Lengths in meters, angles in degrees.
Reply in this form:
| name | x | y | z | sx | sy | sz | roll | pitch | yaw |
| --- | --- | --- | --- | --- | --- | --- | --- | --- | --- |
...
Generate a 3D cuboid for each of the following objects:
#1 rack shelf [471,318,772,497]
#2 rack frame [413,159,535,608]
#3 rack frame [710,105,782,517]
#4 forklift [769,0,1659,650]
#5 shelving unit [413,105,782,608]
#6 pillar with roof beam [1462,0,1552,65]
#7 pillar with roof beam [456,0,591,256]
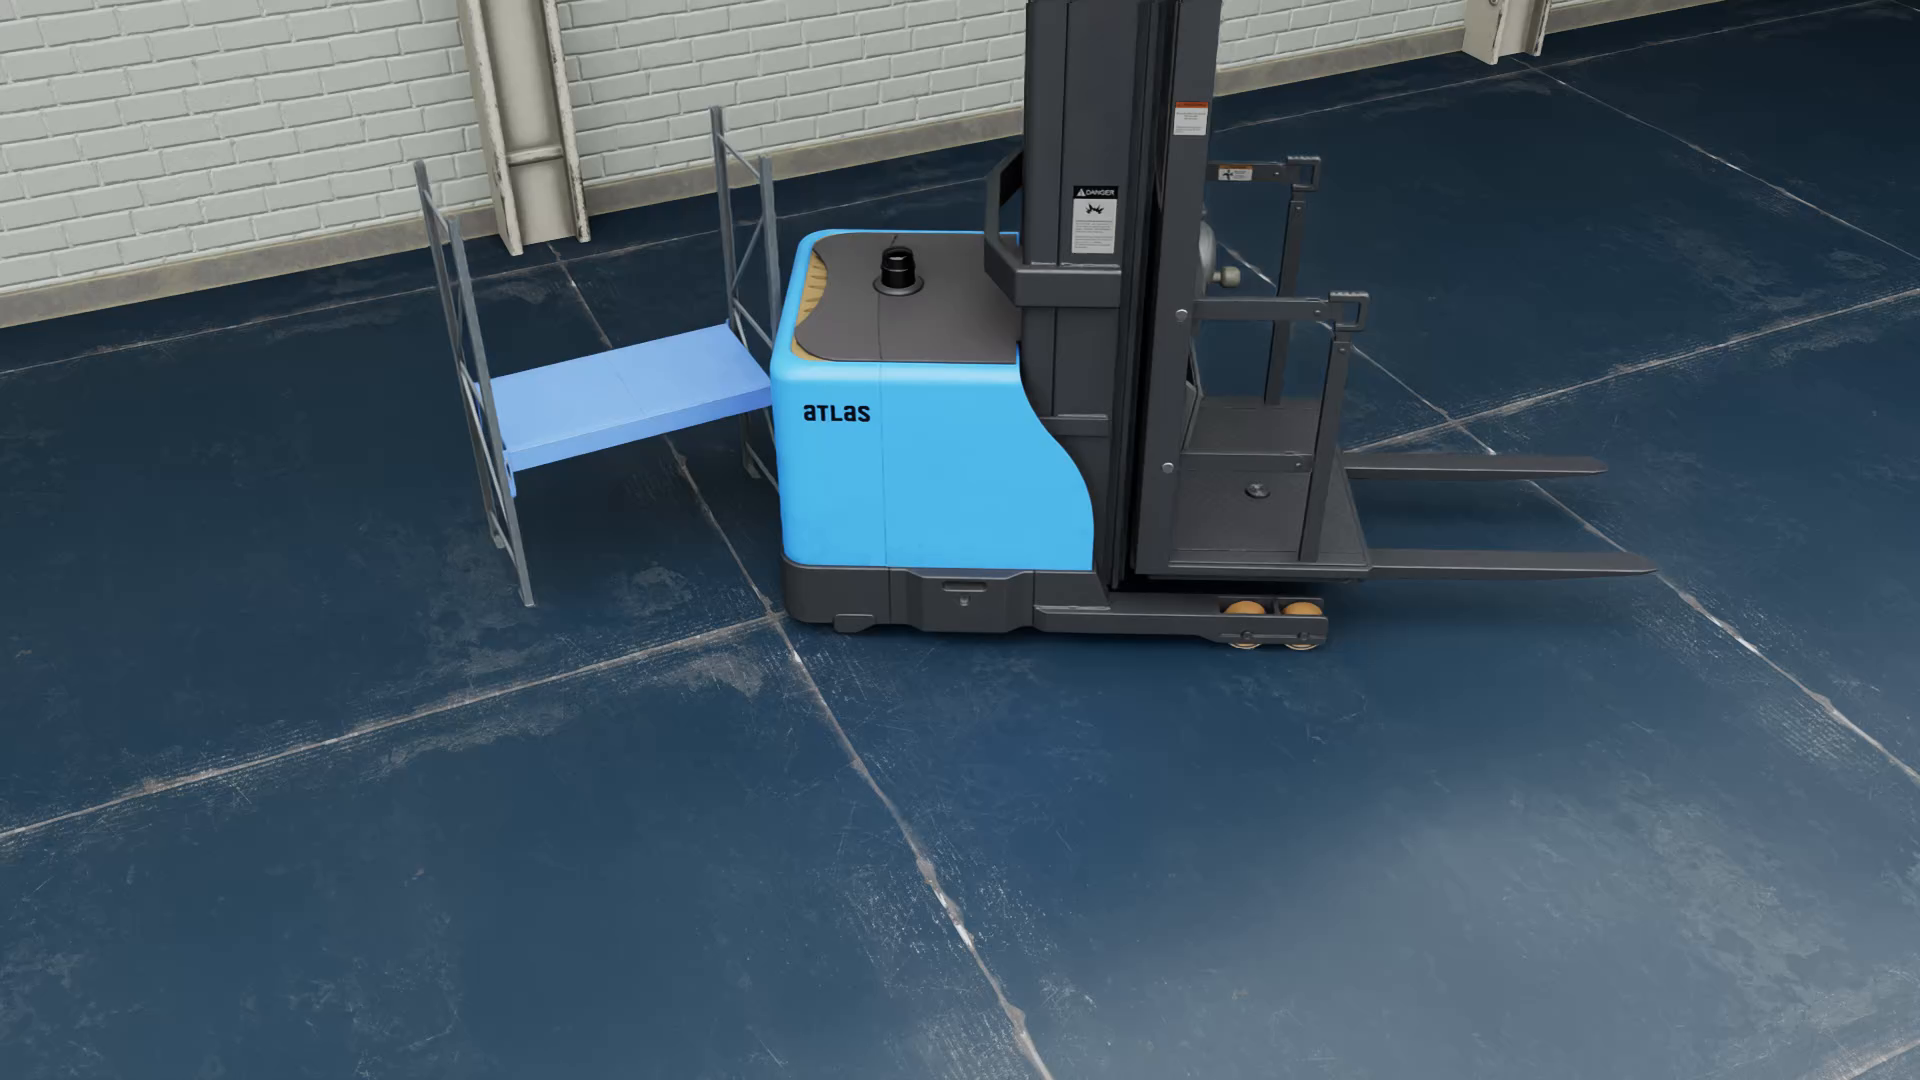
| name | x | y | z | sx | sy | sz | roll | pitch | yaw |
| --- | --- | --- | --- | --- | --- | --- | --- | --- | --- |
| rack shelf | -1.193 | -0.490 | 5.953 | 1.000 | 0.185 | 0.538 | -17 | 40 | -21 |
| rack frame | -1.646 | -0.497 | 5.661 | 0.032 | 1.500 | 0.500 | -17 | 40 | -21 |
| rack frame | -0.741 | -0.772 | 6.032 | 0.032 | 1.500 | 0.500 | -17 | 40 | -21 |
| forklift | 0.911 | -1.121 | 5.301 | 3.031 | 2.935 | 1.130 | 1 | 37 | 1 |
| shelving unit | -1.193 | -0.634 | 5.846 | 1.048 | 1.500 | 0.538 | -17 | 40 | -21 |
| pillar with roof beam | 5.186 | -4.331 | 4.536 | 0.400 | 9.000 | 9.100 | -16 | 39 | -20 |
| pillar with roof beam | -0.245 | -2.813 | 2.488 | 0.400 | 9.000 | 9.100 | -16 | 39 | -20 |
